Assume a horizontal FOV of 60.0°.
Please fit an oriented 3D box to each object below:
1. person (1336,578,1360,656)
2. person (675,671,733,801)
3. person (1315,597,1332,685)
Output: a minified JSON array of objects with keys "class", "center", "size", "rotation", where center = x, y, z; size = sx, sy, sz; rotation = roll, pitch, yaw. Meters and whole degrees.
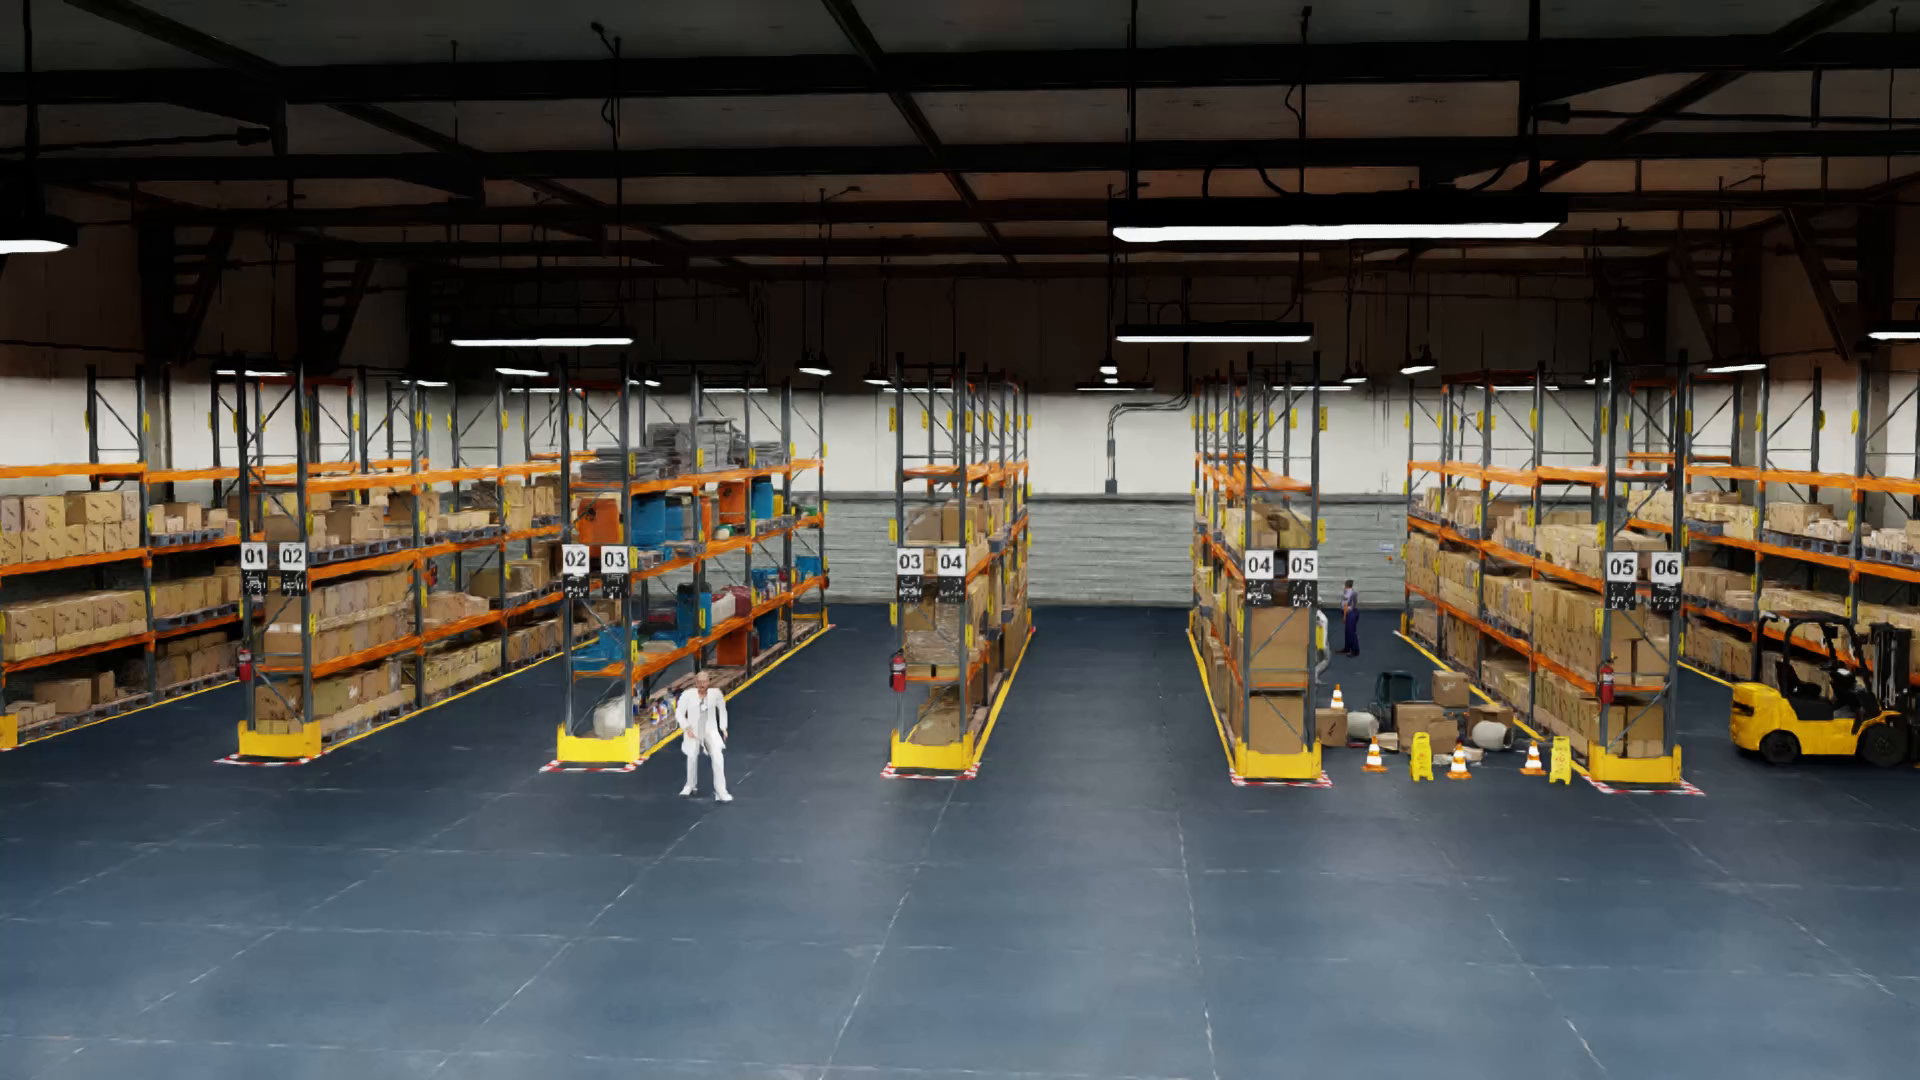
[{"class":"person","center":[8.316,1.638,35.649],"size":[0.545,1.639,0.611],"rotation":[2,5,27]},{"class":"person","center":[-3.407,2.571,22.034],"size":[0.735,1.715,0.896],"rotation":[-1,4,-11]},{"class":"person","center":[6.775,1.925,31.531],"size":[0.412,1.674,0.510],"rotation":[-2,4,-25]}]
